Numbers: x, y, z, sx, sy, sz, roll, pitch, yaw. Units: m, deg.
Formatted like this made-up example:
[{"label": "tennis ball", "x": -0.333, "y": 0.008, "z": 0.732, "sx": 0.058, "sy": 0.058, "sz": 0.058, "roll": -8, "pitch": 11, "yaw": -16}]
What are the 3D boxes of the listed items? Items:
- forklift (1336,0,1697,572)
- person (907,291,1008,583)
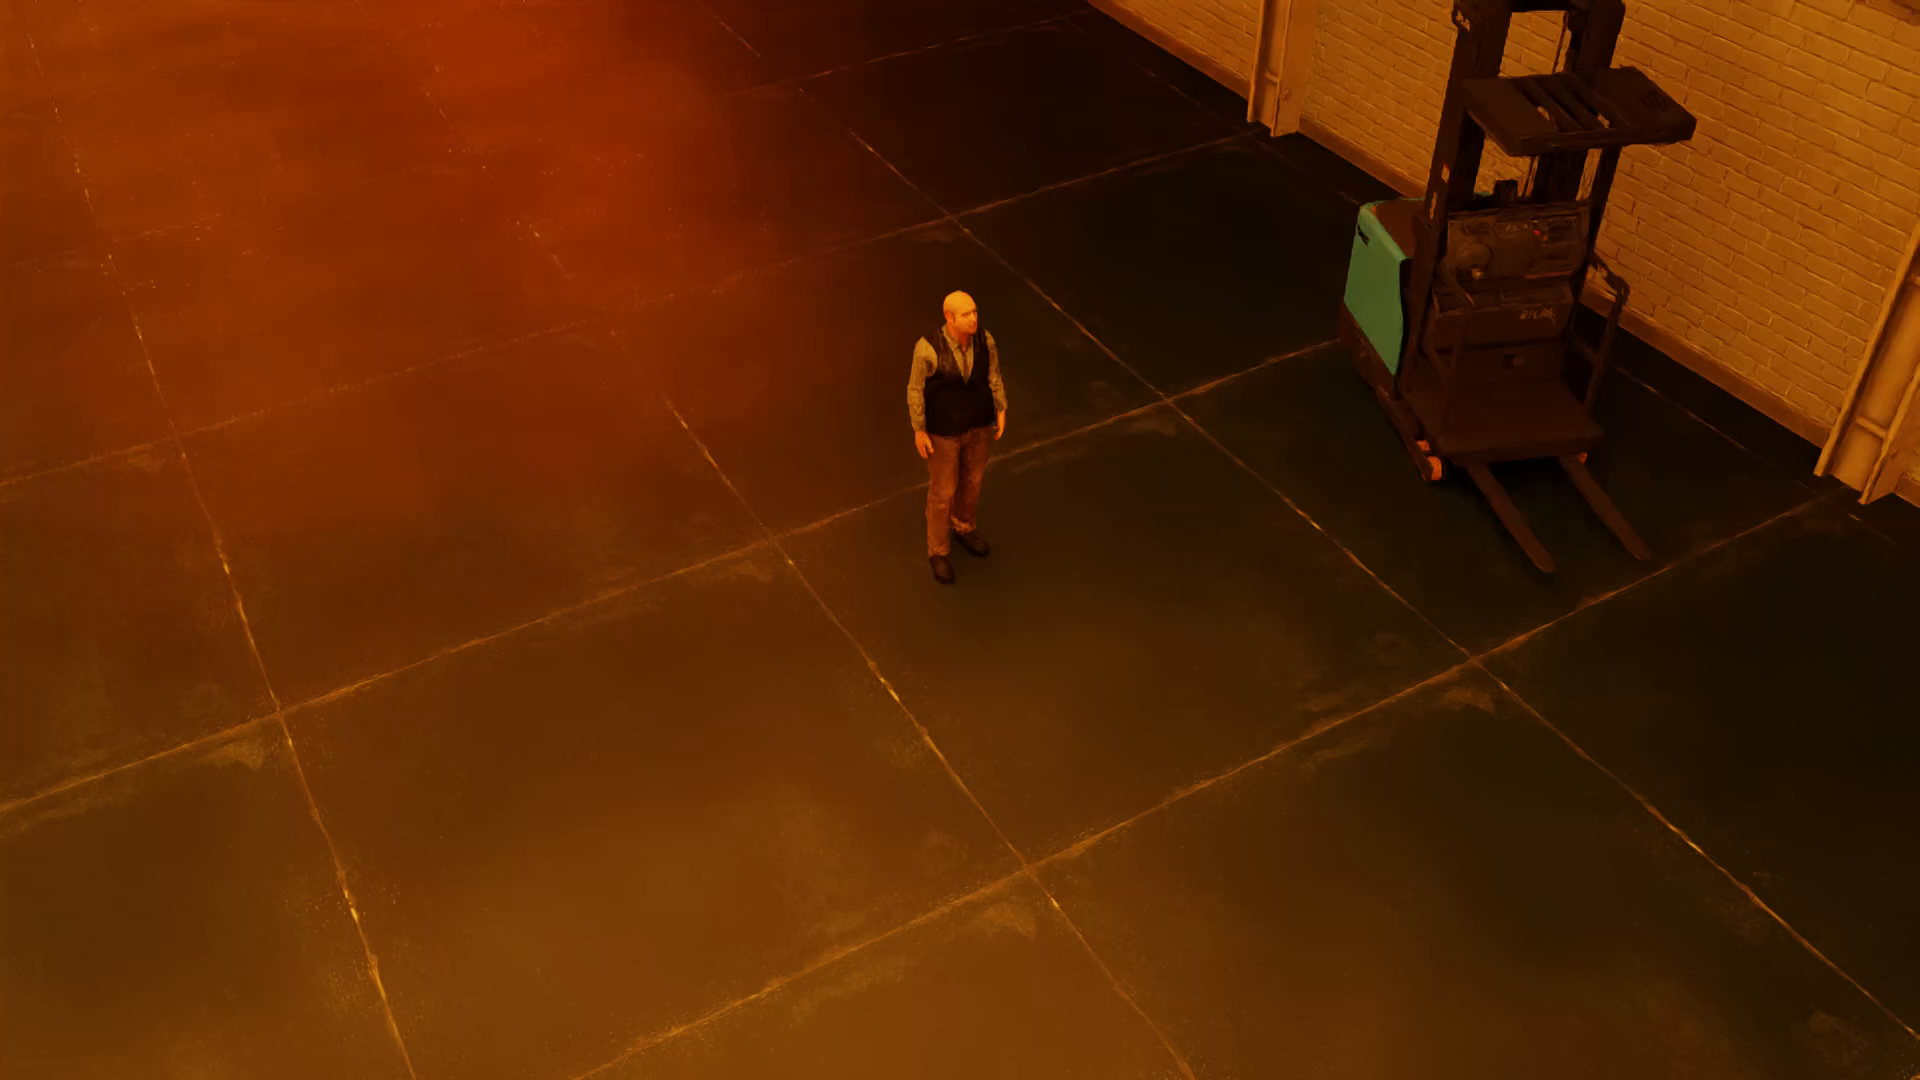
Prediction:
[{"label": "forklift", "x": 3.497, "y": -1.759, "z": 10.157, "sx": 1.130, "sy": 2.935, "sz": 3.031, "roll": -7, "pitch": 40, "yaw": -8}, {"label": "person", "x": 0.024, "y": -0.631, "z": 9.733, "sx": 0.632, "sy": 1.720, "sz": 0.567, "roll": -20, "pitch": 44, "yaw": -23}]
